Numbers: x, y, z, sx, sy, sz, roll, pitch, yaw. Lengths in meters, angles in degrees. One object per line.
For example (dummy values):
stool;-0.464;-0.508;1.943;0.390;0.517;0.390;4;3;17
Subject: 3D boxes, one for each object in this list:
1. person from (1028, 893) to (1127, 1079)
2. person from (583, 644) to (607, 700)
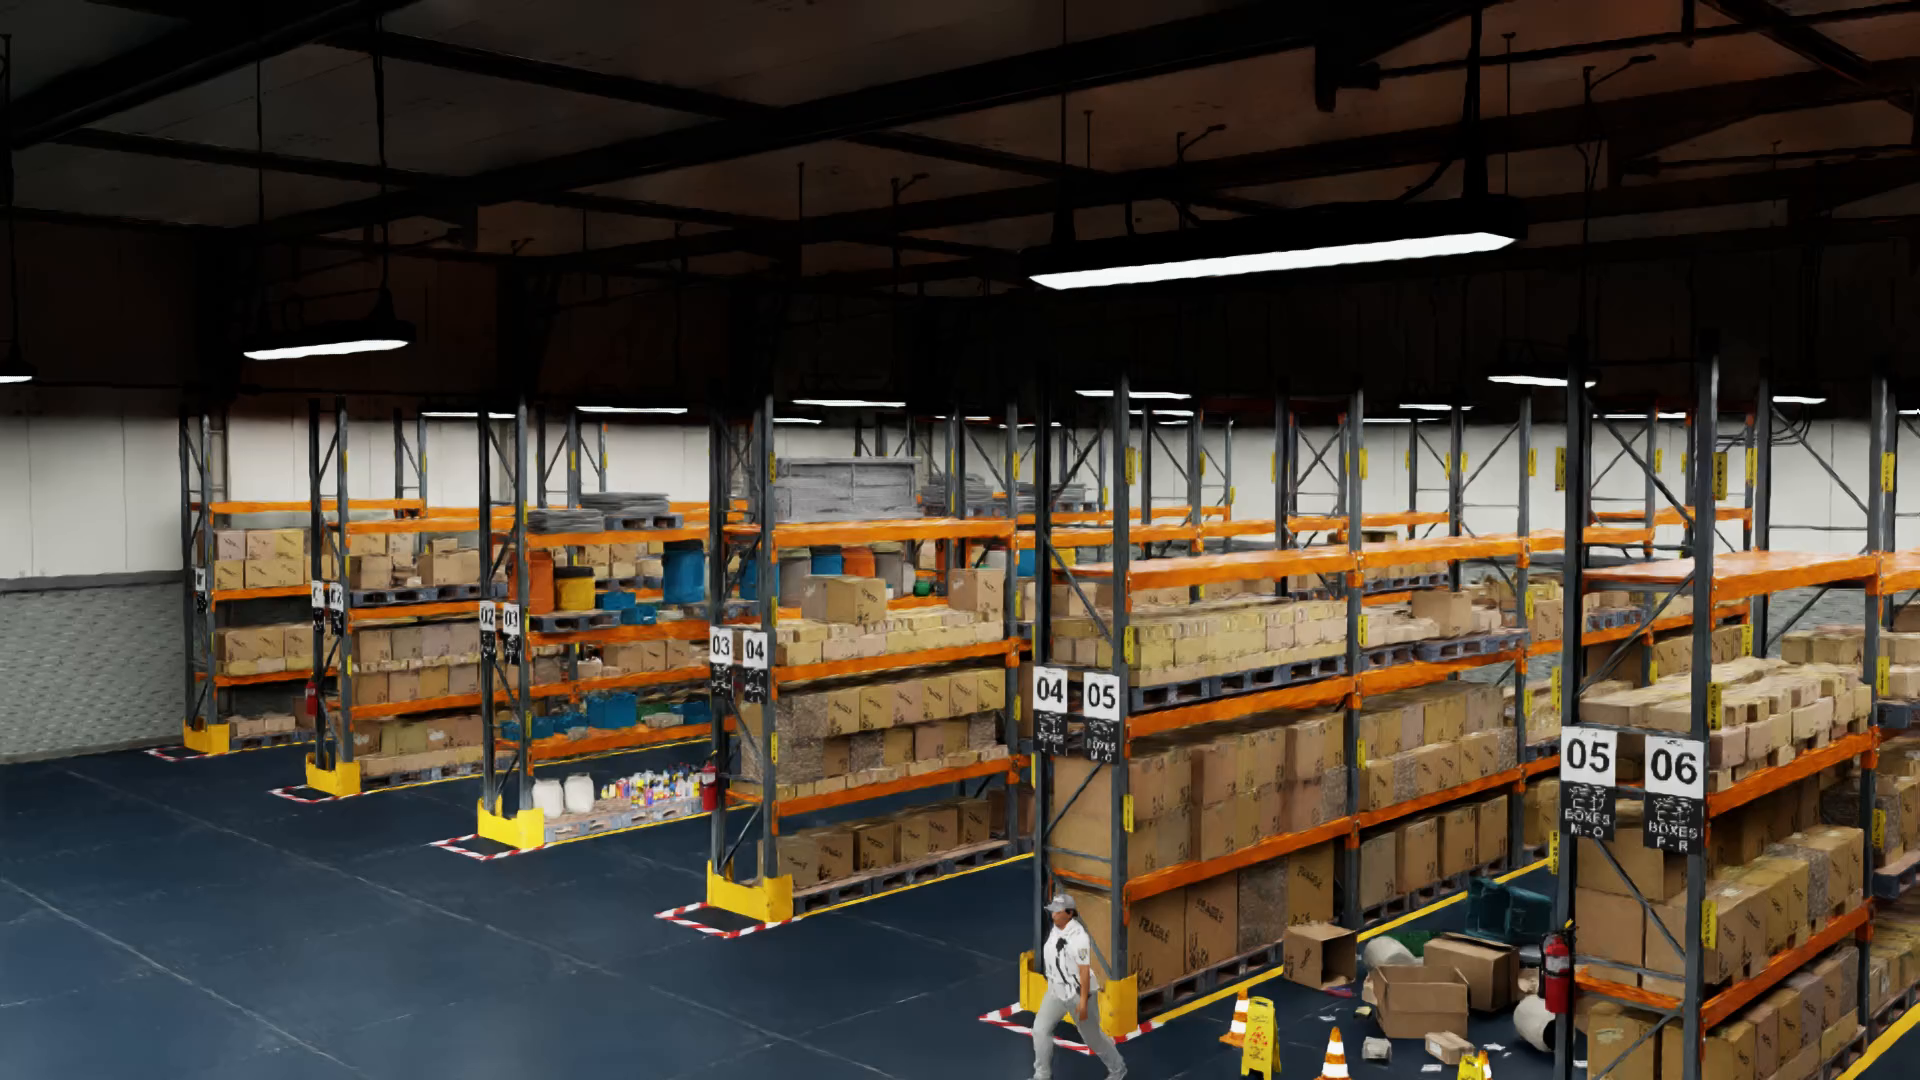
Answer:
person;0.937;3.641;13.425;0.909;1.609;0.502;-2;3;-30
person;-6.862;2.716;31.053;1.086;1.589;0.495;-3;4;-44
